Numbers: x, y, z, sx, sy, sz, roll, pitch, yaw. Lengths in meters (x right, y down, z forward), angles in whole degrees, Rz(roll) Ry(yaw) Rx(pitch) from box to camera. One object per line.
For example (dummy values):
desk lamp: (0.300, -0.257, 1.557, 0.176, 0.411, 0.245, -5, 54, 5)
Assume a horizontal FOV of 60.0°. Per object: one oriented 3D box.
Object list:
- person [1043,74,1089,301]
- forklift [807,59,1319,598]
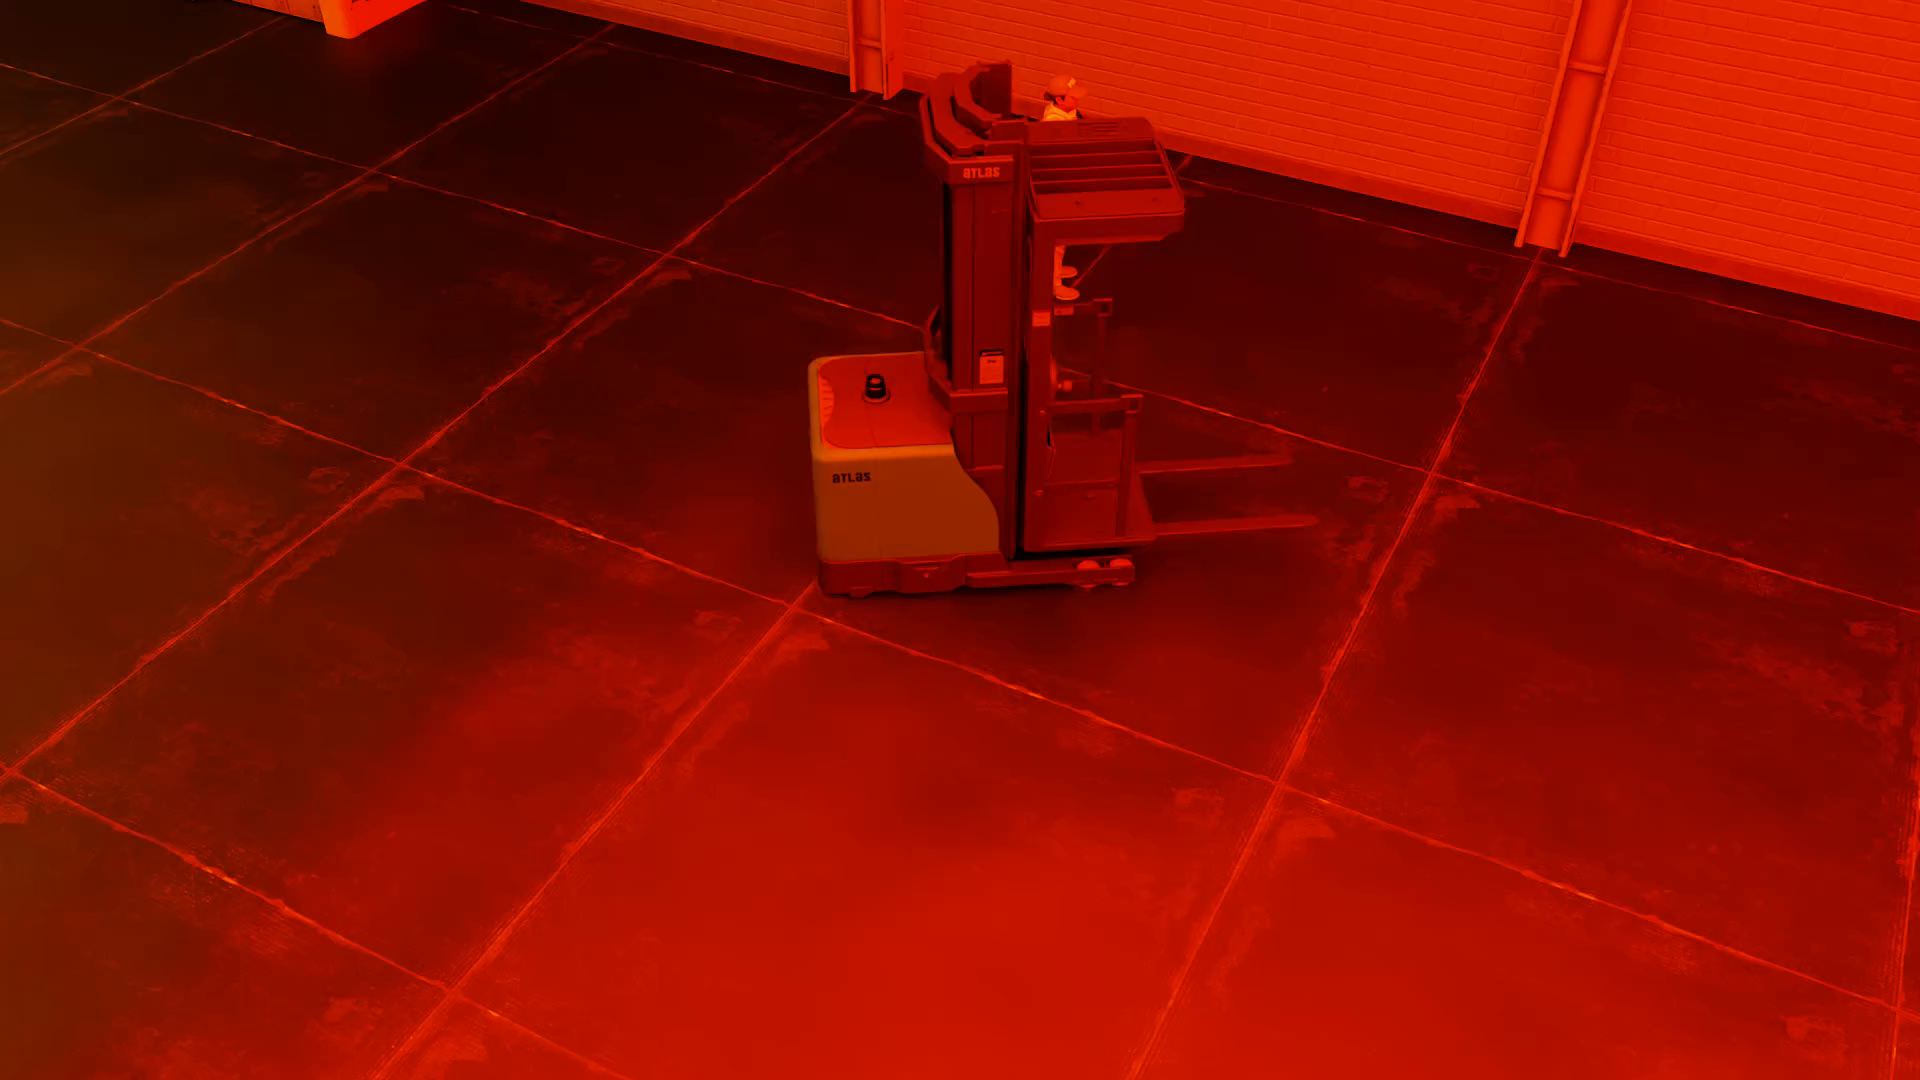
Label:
person: (0.728, -2.572, 12.031, 0.389, 1.663, 0.480, 2, 40, 3)
forklift: (0.627, -1.173, 9.379, 3.031, 2.935, 1.130, -4, 40, -4)
